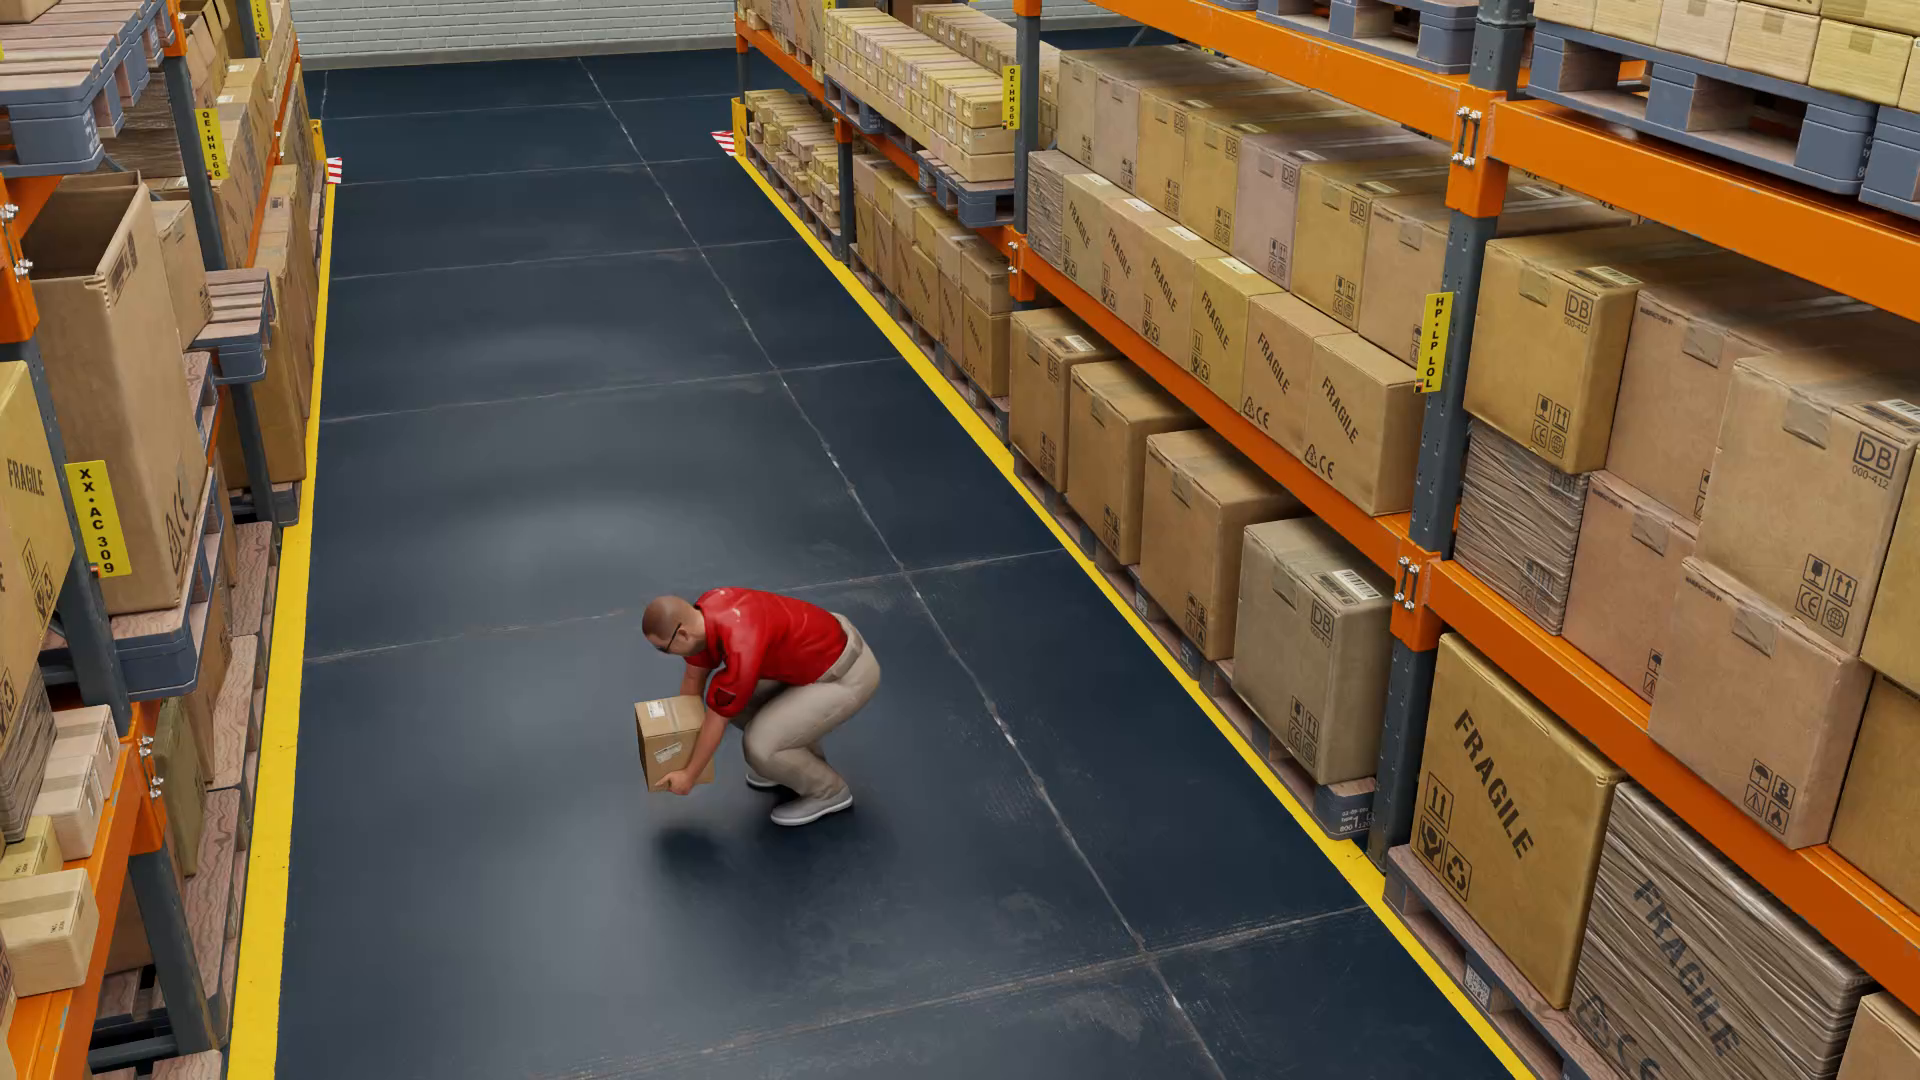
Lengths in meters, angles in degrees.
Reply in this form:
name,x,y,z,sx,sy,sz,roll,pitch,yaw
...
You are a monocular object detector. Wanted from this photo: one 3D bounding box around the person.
name,x,y,z,sx,sy,sz,roll,pitch,yaw
person,-0.747,0.583,6.304,0.895,0.982,0.524,-9,28,-17
